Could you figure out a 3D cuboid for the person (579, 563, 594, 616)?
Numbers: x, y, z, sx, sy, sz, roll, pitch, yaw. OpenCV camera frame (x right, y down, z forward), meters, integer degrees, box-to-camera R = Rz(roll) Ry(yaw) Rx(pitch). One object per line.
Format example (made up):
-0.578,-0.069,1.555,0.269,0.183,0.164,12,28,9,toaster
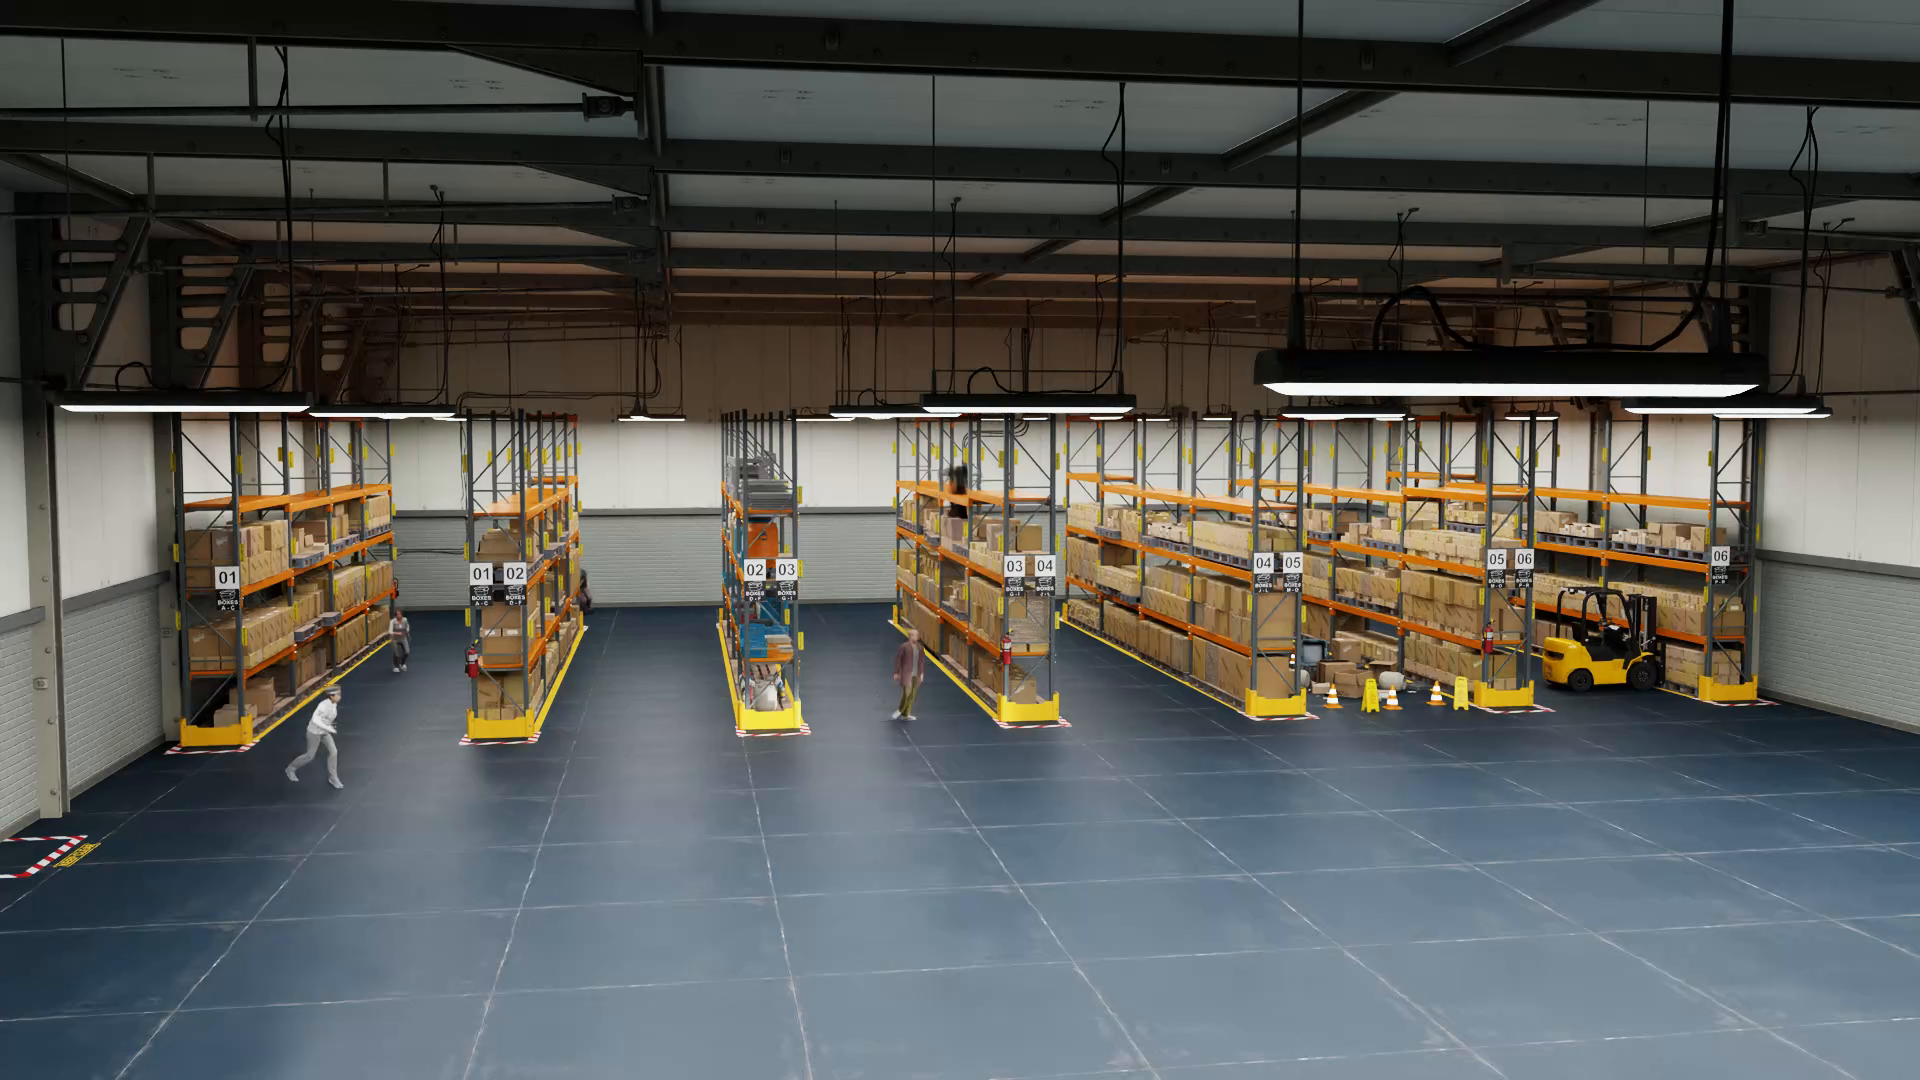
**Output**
-11.287,1.447,49.512,0.770,1.682,0.658,-3,5,-36,person

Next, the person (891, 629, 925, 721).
-0.968,2.595,31.926,0.662,1.766,0.515,-3,5,-38,person

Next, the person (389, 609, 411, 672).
-12.827,2.312,38.082,0.546,1.492,0.833,-3,5,-34,person

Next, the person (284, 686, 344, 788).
-10.211,3.111,26.284,0.978,1.632,0.648,0,4,4,person
